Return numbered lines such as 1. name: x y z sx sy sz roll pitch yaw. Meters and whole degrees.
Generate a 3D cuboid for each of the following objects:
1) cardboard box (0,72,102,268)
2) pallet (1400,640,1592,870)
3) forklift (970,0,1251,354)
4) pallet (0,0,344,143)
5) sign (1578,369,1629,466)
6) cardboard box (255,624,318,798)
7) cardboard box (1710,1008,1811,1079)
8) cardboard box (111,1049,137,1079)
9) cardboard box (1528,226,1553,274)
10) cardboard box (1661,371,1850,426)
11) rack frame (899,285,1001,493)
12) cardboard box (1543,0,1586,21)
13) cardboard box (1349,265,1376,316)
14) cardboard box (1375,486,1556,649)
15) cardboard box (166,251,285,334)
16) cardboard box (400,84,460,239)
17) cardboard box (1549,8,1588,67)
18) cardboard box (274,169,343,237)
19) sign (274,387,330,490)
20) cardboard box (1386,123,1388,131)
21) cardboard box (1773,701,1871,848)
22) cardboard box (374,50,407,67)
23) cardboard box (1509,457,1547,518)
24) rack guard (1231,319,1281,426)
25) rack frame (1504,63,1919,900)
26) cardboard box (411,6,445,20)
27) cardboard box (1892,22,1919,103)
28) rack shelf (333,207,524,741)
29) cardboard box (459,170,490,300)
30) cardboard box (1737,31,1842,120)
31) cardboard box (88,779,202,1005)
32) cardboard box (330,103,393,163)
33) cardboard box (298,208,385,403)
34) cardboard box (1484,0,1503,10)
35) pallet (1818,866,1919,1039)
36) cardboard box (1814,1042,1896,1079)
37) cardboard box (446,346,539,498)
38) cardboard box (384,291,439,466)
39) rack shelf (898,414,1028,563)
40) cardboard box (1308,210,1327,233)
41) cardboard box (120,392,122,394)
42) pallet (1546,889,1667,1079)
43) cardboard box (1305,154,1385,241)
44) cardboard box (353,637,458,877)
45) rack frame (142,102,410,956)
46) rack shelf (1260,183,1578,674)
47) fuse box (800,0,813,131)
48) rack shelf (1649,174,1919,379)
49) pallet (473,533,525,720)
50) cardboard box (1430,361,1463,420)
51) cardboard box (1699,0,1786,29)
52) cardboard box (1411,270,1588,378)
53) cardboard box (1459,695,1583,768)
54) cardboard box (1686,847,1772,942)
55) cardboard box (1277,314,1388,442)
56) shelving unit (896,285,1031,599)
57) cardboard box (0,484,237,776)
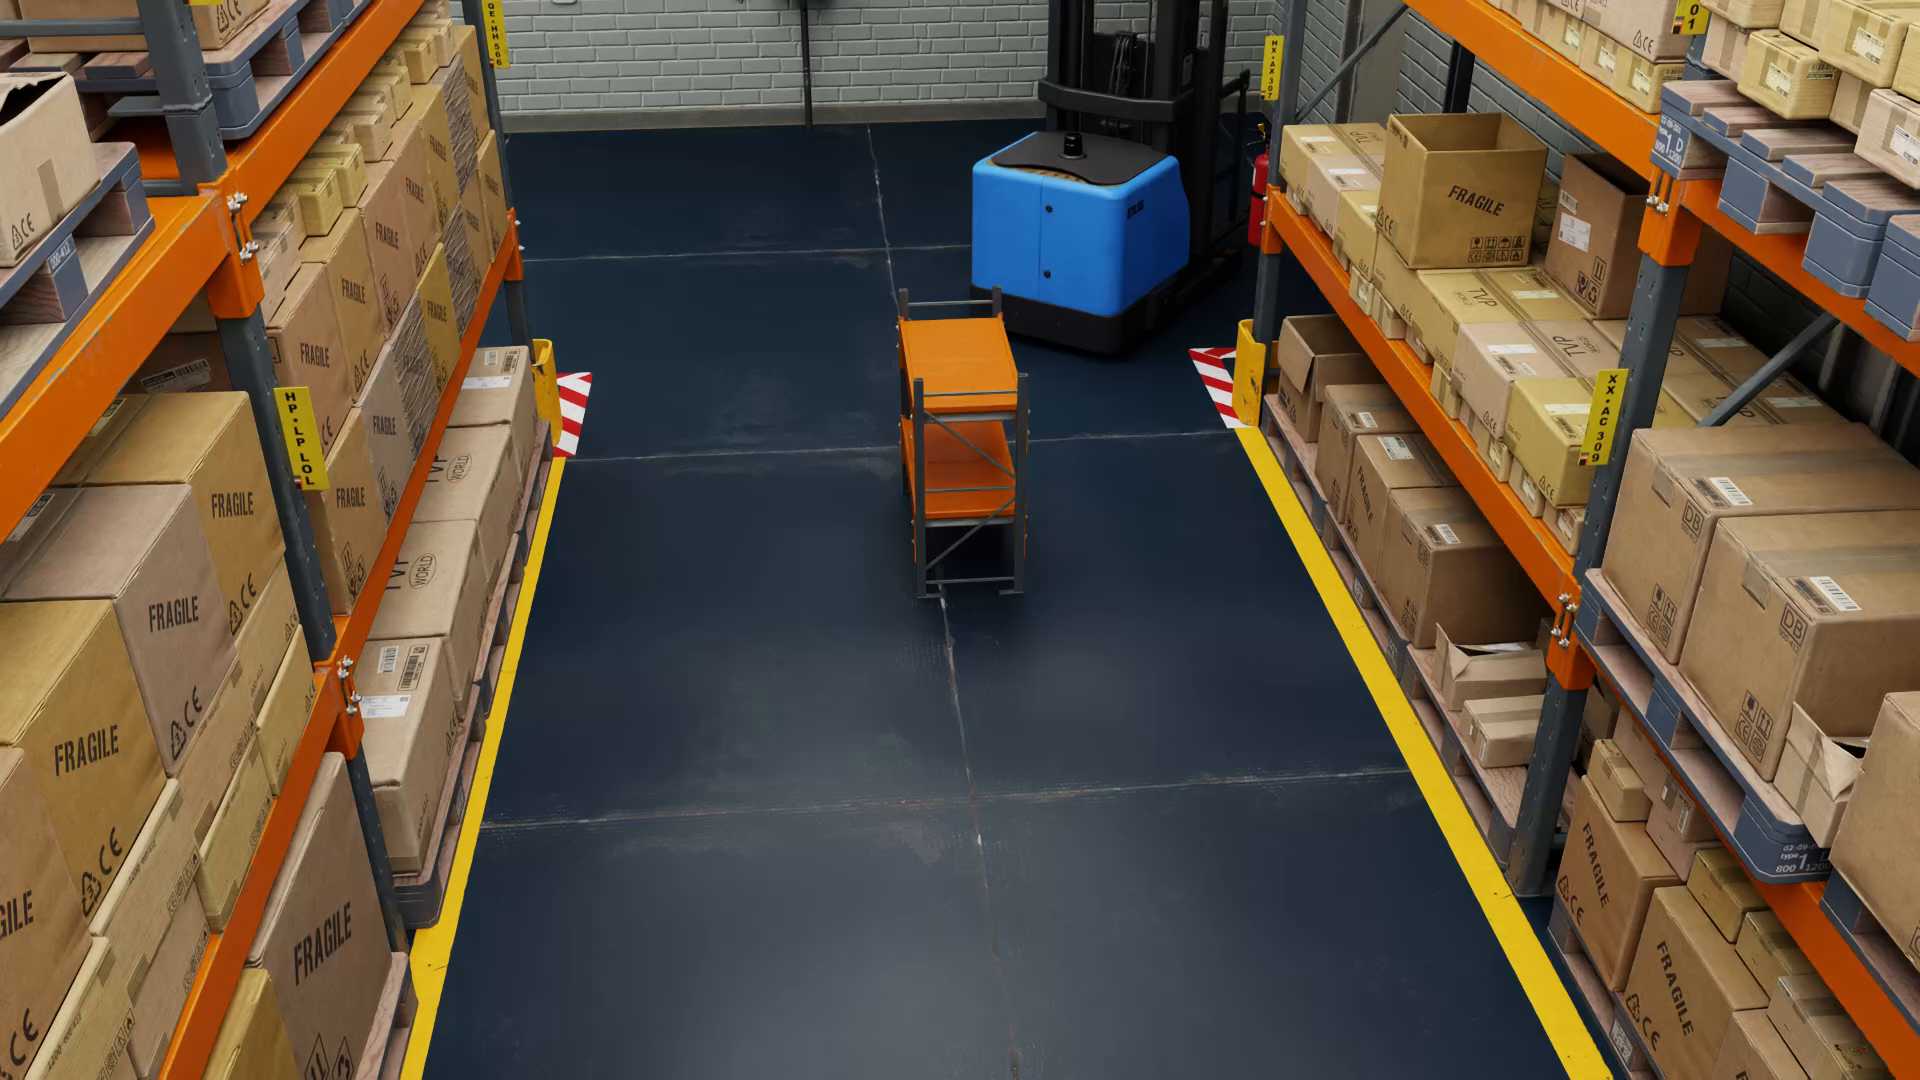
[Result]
1. cardboard box: -2.132 -0.784 3.389 0.500 0.311 0.500 -3 31 -5
2. pallet: 2.455 0.813 6.683 1.003 0.211 1.213 -3 31 -5
3. forklift: 1.258 -3.097 10.576 1.130 2.935 3.031 17 35 27
4. pallet: -2.489 -1.462 4.933 1.003 0.211 1.213 -3 31 -5
5. sign: 1.979 -0.375 5.109 0.100 0.325 0.005 -3 31 -5
6. cardboard box: -2.131 0.488 4.655 0.500 0.250 0.500 -3 31 -6
7. cardboard box: 2.441 1.644 4.601 0.500 0.500 0.500 -4 31 -6
8. cardboard box: -2.003 1.270 3.345 0.500 0.250 0.500 -3 31 -5
9. cardboard box: 2.589 -1.133 7.079 0.500 0.250 0.500 -3 31 -5
10. cardboard box: 2.741 -0.362 5.788 0.500 0.250 0.500 -3 31 -5
11. rack frame: -0.048 -0.746 8.402 0.500 1.125 0.032 -3 31 -5
12. cardboard box: 2.165 -1.884 5.409 0.500 0.250 0.500 -4 31 -6
13. cardboard box: 1.973 -1.127 7.456 0.380 0.149 0.250 -4 31 -6
14. cardboard box: 2.245 0.102 7.182 0.700 0.500 0.500 -4 31 -6
15. cardboard box: -2.195 -0.718 4.822 0.380 0.149 0.250 -3 31 -5
16. cardboard box: -2.394 -1.555 6.856 0.500 0.500 0.500 -3 31 -5
17. cardboard box: 2.154 -1.645 5.399 0.380 0.149 0.250 -2 31 -3
18. cardboard box: -2.263 -1.106 5.472 0.380 0.149 0.250 -3 31 -5
19. sign: -1.884 -0.288 4.755 0.100 0.325 0.005 -3 31 -5
20. cardboard box: 2.452 -1.917 8.390 0.500 0.250 0.500 -2 31 -3
21. cardboard box: 2.266 0.572 4.089 0.396 0.266 0.258 -1 31 -2
22. cardboard box: -2.472 -1.889 6.783 0.380 0.149 0.250 -3 31 -5
23. cardboard box: 2.191 -0.208 5.918 0.380 0.149 0.250 -2 31 -3
24. rack guard: 2.152 -0.964 9.376 1.175 0.500 0.348 -3 31 -5
25. rack frame: 2.518 -0.033 5.381 1.000 3.000 0.127 -3 31 -5
26. cardboard box: -2.517 -2.284 7.444 0.380 0.149 0.250 -2 31 -4
27. cardboard box: 2.237 -0.996 3.515 0.380 0.149 0.250 -3 31 -5
28. rack shelf: -2.610 -0.506 6.873 1.077 0.370 4.000 -3 31 -5
29. cardboard box: -2.457 -1.388 7.551 0.500 0.500 0.500 -3 31 -6
30. cardboard box: 2.140 -1.131 4.031 0.380 0.149 0.250 -2 31 -4
31. cardboard box: -2.032 0.789 3.663 0.500 0.250 0.500 -2 31 -3
32. cardboard box: -2.318 -1.496 6.125 0.380 0.149 0.250 -3 31 -4
33. cardboard box: -2.268 -0.779 5.556 0.500 0.500 0.500 -3 31 -5
34. cardboard box: 2.110 -2.037 6.055 0.380 0.149 0.250 -2 31 -4
35. pallet: 2.706 1.099 3.673 1.003 0.211 1.213 -3 31 -5
36. cardboard box: 2.471 1.441 4.309 0.380 0.149 0.250 -2 31 -3
37. cardboard box: -2.636 -0.584 8.392 0.875 0.438 0.875 -4 31 -6
38. cardboard box: -2.290 -0.600 6.232 0.500 0.500 0.500 -3 31 -4
39. rack shelf: -0.001 -0.276 8.093 0.538 0.278 1.000 -3 31 -5
40. cardboard box: 1.972 -1.659 8.347 0.380 0.149 0.250 -2 31 -3
41. cardboard box: -2.742 -0.493 5.078 0.500 0.500 0.500 -3 31 -5
42. pallet: 2.632 1.577 5.404 1.003 0.211 1.213 -3 31 -5
43. cardboard box: 1.966 -1.637 7.922 0.500 0.250 0.500 -2 31 -4
44. cardboard box: -2.375 0.800 6.074 0.875 0.438 0.875 -3 31 -5
45. rack frame: -2.423 0.206 4.979 1.000 3.000 0.127 -3 31 -5
46. rack shelf: 2.331 -0.746 7.275 1.077 0.370 4.000 -3 31 -5
47. fuse box: -1.242 -4.187 13.590 0.539 1.711 0.414 -3 31 -5
48. rack shelf: 2.705 0.009 3.086 1.077 0.370 4.000 -3 31 -5
49. pallet: -2.534 0.387 7.396 1.003 0.211 1.213 -3 31 -5
50. cardboard box: 2.093 -0.604 6.581 0.380 0.149 0.250 -3 31 -5
51. cardboard box: 2.109 -1.391 4.176 0.380 0.149 0.250 -2 31 -3
52. cardboard box: 2.133 -0.855 6.613 0.500 0.250 0.500 -3 31 -5
53. cardboard box: 2.174 0.740 6.457 0.380 0.149 0.250 -4 31 -6
54. cardboard box: 2.425 1.045 4.971 0.380 0.149 0.250 -4 31 -7
55. cardboard box: 2.107 -0.867 8.802 0.797 0.503 0.637 -4 31 -7
56. shelving unit: -0.001 -0.486 7.967 0.538 1.125 1.048 -3 31 -5
57. cardboard box: -2.076 0.214 3.894 0.500 0.500 0.500 -2 31 -4
